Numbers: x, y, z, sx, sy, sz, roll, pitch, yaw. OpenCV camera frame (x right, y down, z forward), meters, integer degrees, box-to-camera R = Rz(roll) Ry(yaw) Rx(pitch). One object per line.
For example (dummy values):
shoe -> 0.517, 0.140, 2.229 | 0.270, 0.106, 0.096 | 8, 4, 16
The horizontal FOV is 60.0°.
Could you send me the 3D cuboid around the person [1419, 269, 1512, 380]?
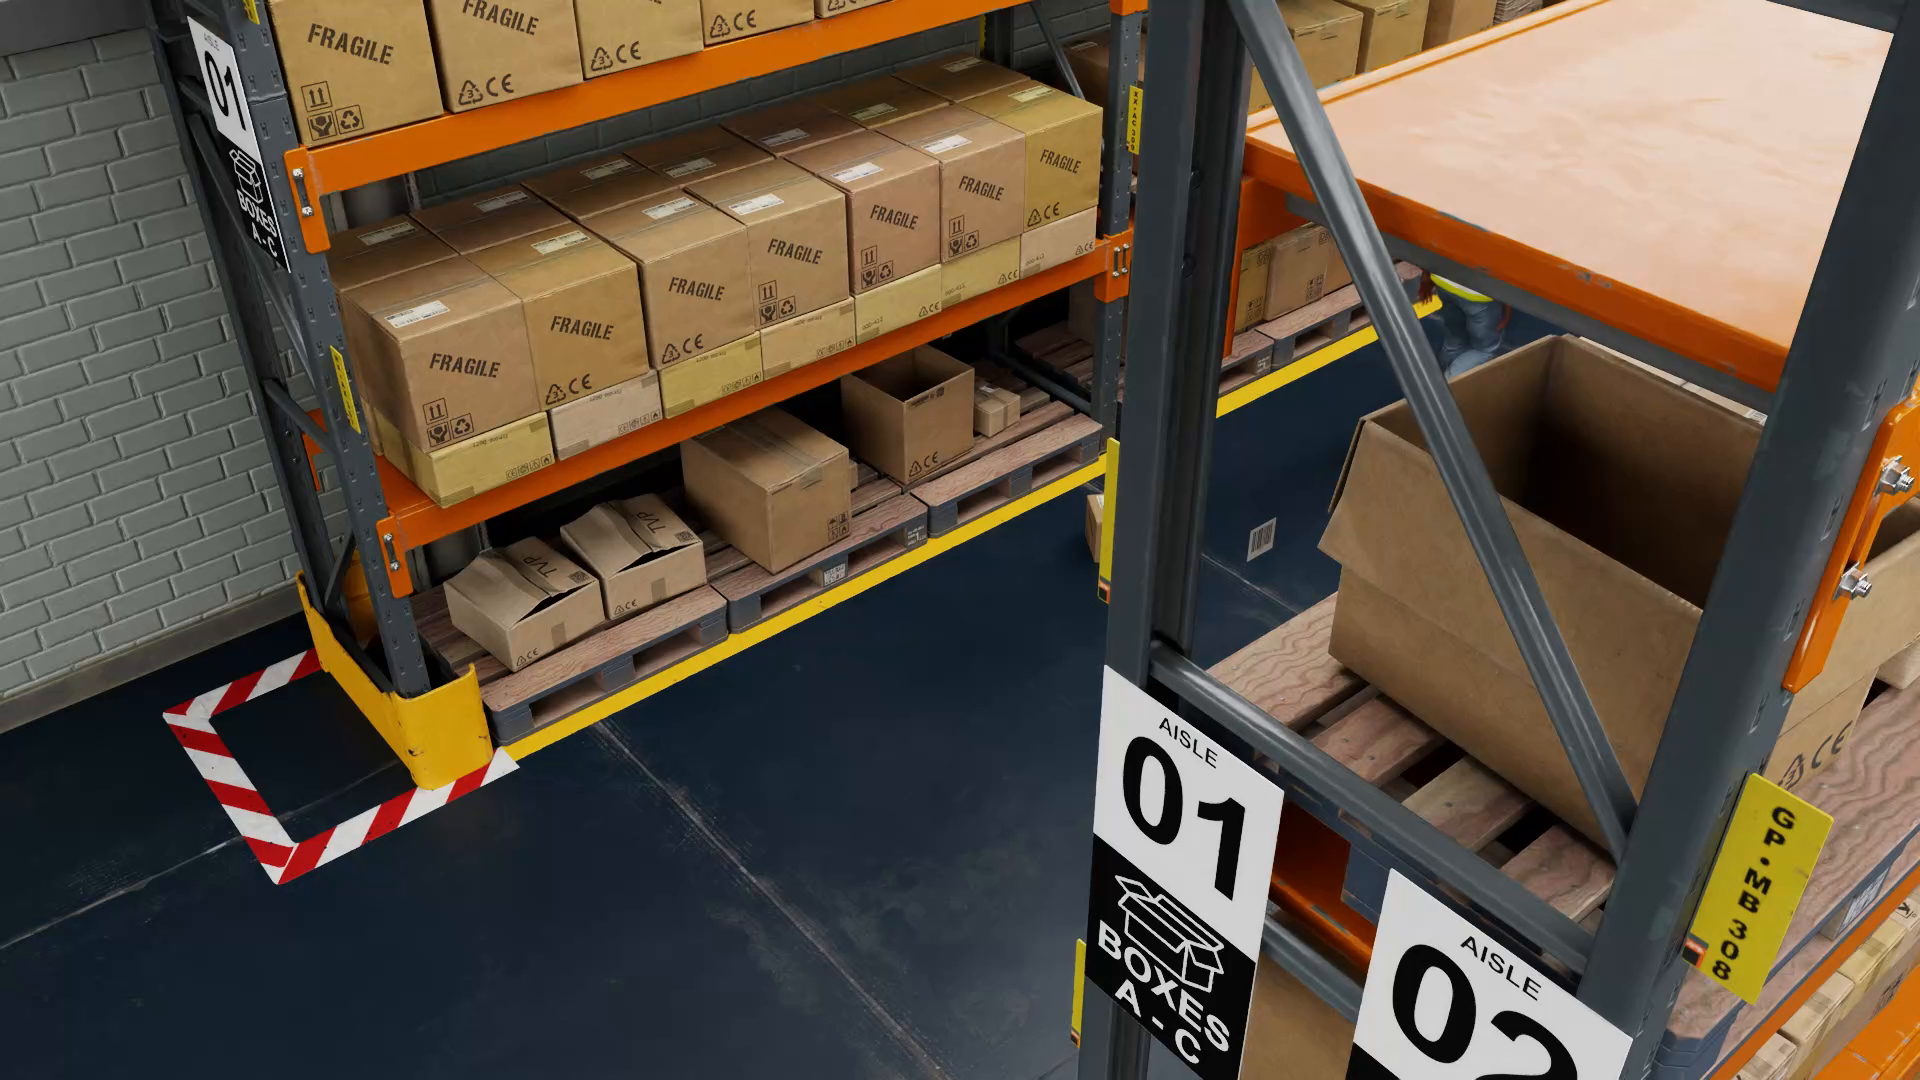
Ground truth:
person -> 2.728, -1.359, 8.928 | 0.734, 1.749, 0.575 | -27, 43, -32
